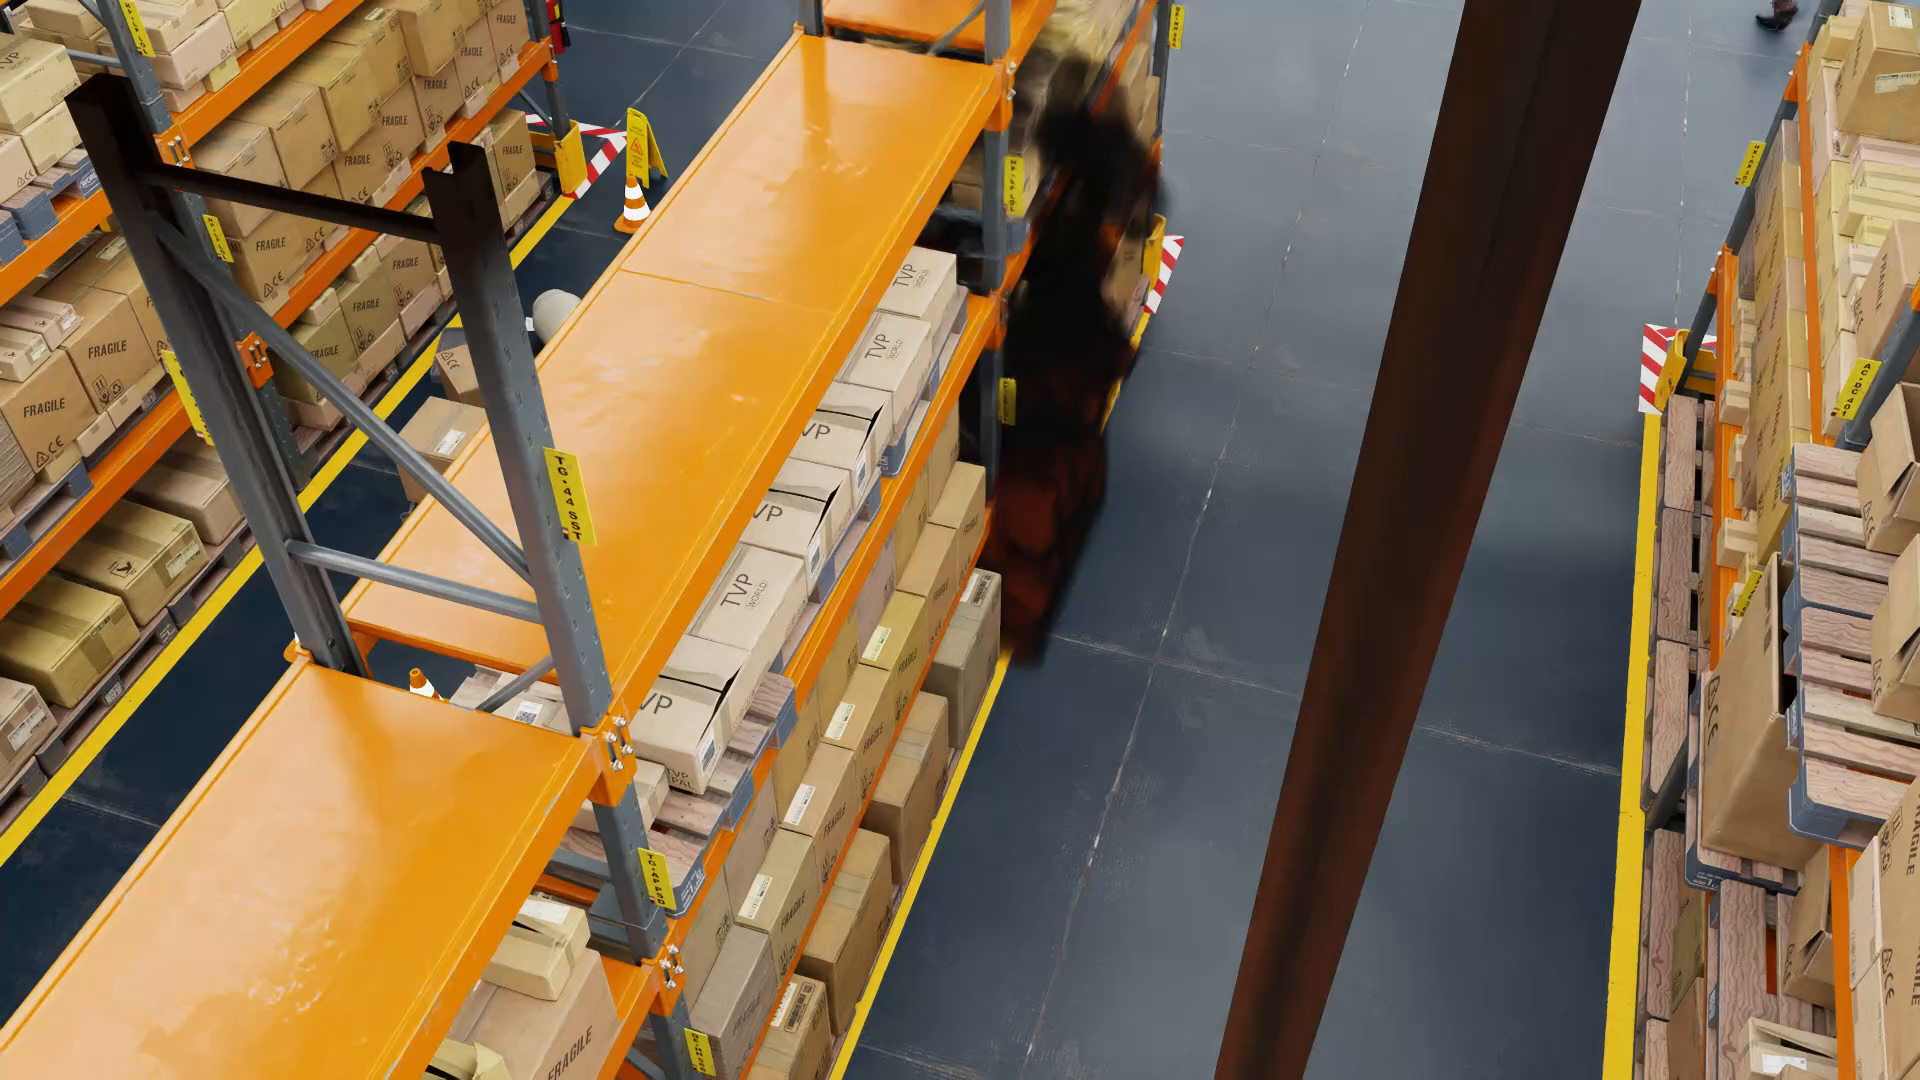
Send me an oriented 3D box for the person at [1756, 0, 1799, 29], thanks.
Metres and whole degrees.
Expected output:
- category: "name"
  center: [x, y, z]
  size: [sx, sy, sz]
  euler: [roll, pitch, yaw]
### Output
- category: "person"
  center: [7.712, -5.565, 15.389]
  size: [0.583, 1.675, 0.651]
  euler: [30, 53, 26]
